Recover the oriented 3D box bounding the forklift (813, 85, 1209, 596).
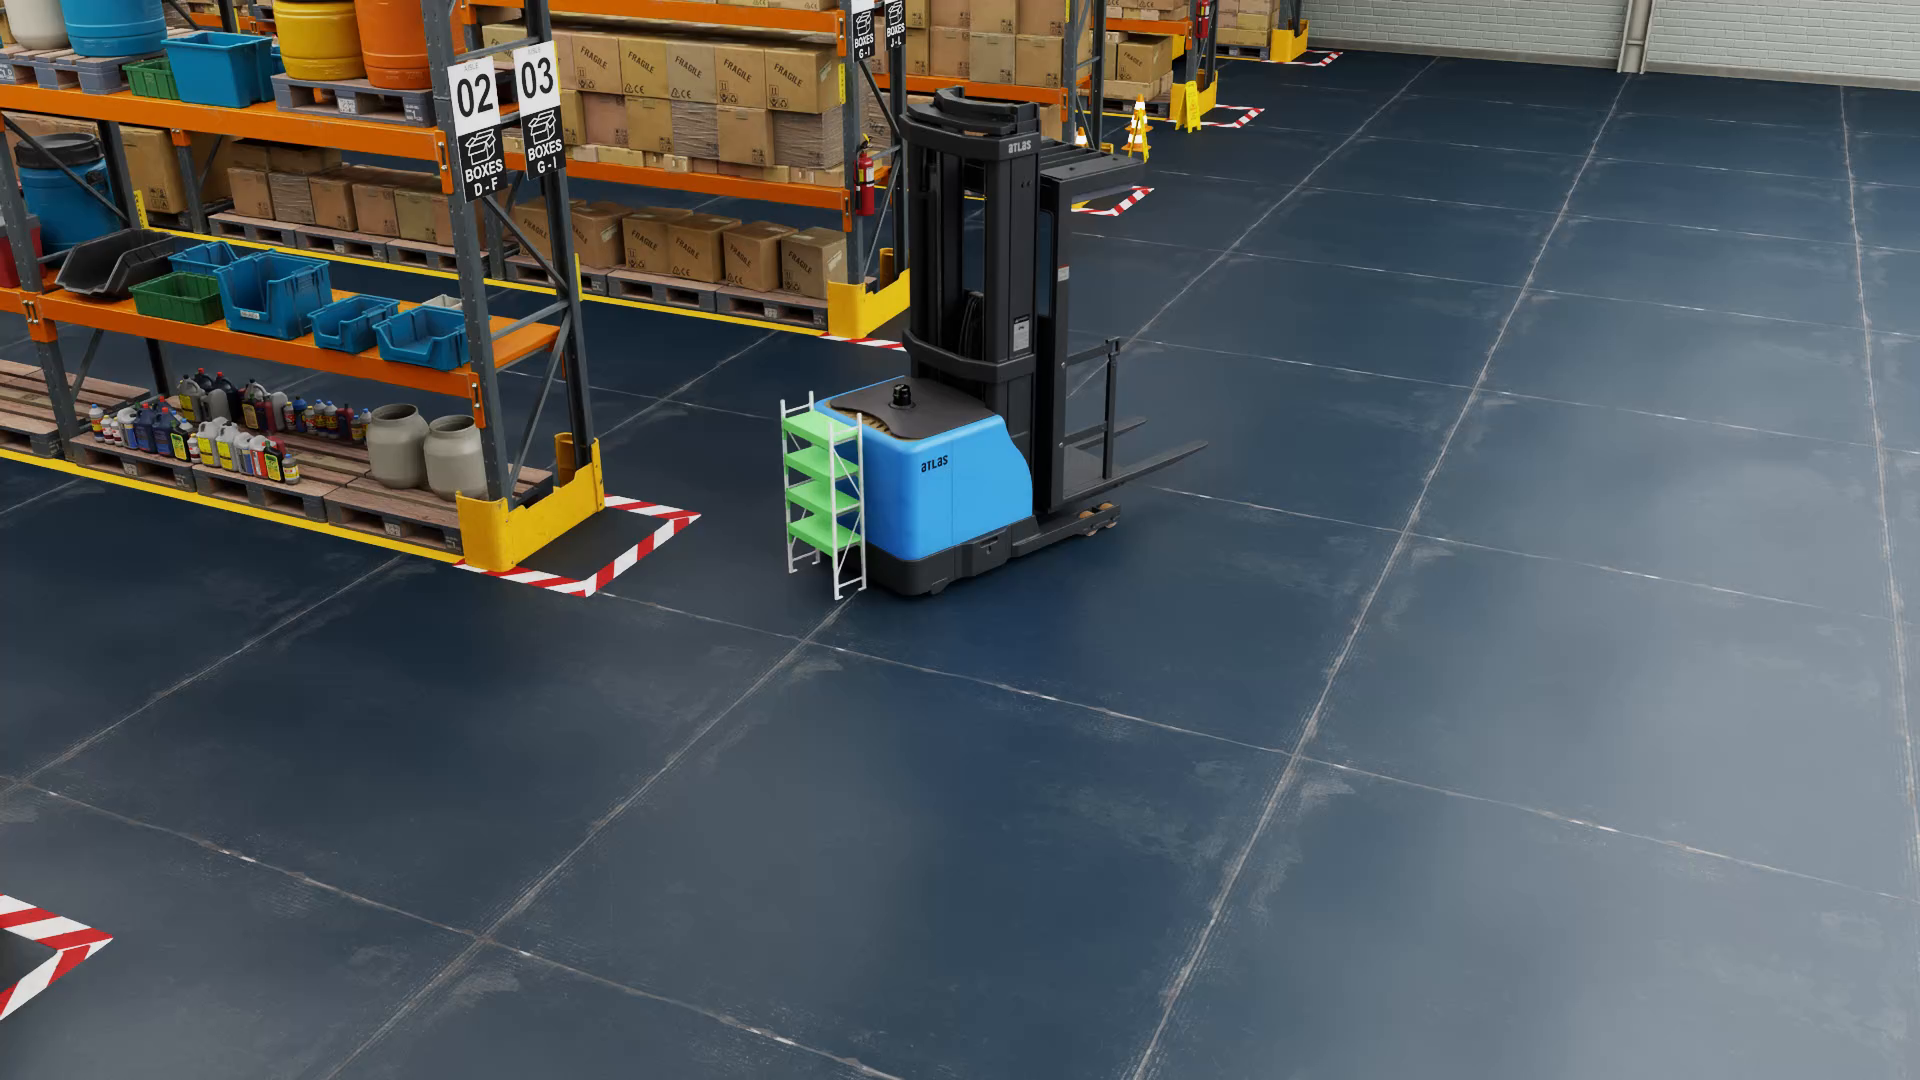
[{"bbox_3d":[0.474,-1.499,10.976,3.031,2.935,1.130,-21,33,-36],"label":"forklift"}]

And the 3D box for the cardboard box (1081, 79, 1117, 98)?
[{"bbox_3d":[2.045,-6.464,23.622,0.500,0.250,0.500,11,28,22],"label":"cardboard box"}]

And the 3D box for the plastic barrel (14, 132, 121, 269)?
[{"bbox_3d":[-6.659,-2.545,12.455,0.708,0.901,0.600,11,28,22],"label":"plastic barrel"}]

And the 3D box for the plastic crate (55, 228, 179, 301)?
[{"bbox_3d":[-6.009,-1.953,11.890,0.504,0.338,0.767,11,28,22],"label":"plastic crate"}]

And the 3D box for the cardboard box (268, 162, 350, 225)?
[{"bbox_3d":[-6.895,-3.715,17.732,0.500,0.500,0.700,9,28,18],"label":"cardboard box"}]

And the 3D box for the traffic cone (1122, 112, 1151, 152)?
[{"bbox_3d":[2.285,-5.285,21.461,0.334,0.463,0.336,11,28,22],"label":"traffic cone"}]

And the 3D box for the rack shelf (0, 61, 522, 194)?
[{"bbox_3d":[-4.612,-2.785,10.928,4.000,0.370,1.077,11,28,22],"label":"rack shelf"}]

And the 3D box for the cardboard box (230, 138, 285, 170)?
[{"bbox_3d":[-7.401,-4.152,17.770,0.500,0.250,0.500,13,29,24],"label":"cardboard box"}]

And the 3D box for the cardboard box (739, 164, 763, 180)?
[{"bbox_3d":[-1.784,-3.367,14.977,0.250,0.149,0.380,11,28,22],"label":"cardboard box"}]

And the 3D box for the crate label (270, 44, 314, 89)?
[{"bbox_3d":[-4.359,-3.150,11.025,0.408,0.251,0.502,11,28,22],"label":"crate label"}]

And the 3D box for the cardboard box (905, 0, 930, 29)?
[{"bbox_3d":[-0.447,-6.264,19.184,0.500,0.550,0.875,11,28,22],"label":"cardboard box"}]

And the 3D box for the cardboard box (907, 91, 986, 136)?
[{"bbox_3d":[-0.043,-4.856,19.647,0.875,0.875,0.875,11,28,21],"label":"cardboard box"}]

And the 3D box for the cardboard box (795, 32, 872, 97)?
[{"bbox_3d":[-1.129,-4.224,14.853,0.500,0.500,0.500,11,28,22],"label":"cardboard box"}]

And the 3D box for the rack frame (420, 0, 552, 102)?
[{"bbox_3d":[-2.792,-4.087,9.364,0.127,3.000,1.000,11,28,22],"label":"rack frame"}]

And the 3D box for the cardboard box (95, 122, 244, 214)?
[{"bbox_3d":[-8.643,-4.220,18.355,0.875,0.875,1.225,10,28,19],"label":"cardboard box"}]

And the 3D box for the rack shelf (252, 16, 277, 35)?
[{"bbox_3d":[-7.699,-6.869,22.620,4.000,0.370,1.077,11,28,22],"label":"rack shelf"}]

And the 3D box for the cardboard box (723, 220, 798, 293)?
[{"bbox_3d":[-1.861,-2.671,15.633,0.500,0.500,0.500,20,33,35],"label":"cardboard box"}]

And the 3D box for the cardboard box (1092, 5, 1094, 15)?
[{"bbox_3d":[2.009,-7.437,23.244,0.250,0.149,0.380,12,29,23],"label":"cardboard box"}]

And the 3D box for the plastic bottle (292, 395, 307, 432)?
[{"bbox_3d":[-4.900,-0.944,12.362,0.097,0.271,0.097,0,26,0],"label":"plastic bottle"}]

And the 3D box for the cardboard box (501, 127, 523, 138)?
[{"bbox_3d":[-3.998,-4.190,15.914,0.500,0.500,0.875,11,28,22],"label":"cardboard box"}]

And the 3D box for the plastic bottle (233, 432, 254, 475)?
[{"bbox_3d":[-4.989,-0.613,11.685,0.135,0.276,0.152,11,28,20],"label":"plastic bottle"}]

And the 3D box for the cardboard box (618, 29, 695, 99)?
[{"bbox_3d":[-2.708,-4.292,14.989,0.500,0.500,0.500,11,28,22],"label":"cardboard box"}]

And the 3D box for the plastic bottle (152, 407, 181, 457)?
[{"bbox_3d":[-5.698,-0.787,11.954,0.185,0.351,0.144,10,28,20],"label":"plastic bottle"}]

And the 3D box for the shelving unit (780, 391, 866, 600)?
[{"bbox_3d":[-0.855,-0.277,10.455,0.258,1.200,0.503,-21,33,-36],"label":"shelving unit"}]

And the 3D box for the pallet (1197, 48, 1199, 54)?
[{"bbox_3d":[3.592,-8.464,28.203,1.213,0.211,1.003,11,28,22],"label":"pallet"}]

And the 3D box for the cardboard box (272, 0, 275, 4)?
[{"bbox_3d":[-9.097,-7.328,22.547,0.250,0.149,0.380,12,29,23],"label":"cardboard box"}]

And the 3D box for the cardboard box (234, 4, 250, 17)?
[{"bbox_3d":[-9.877,-7.403,23.174,0.250,0.149,0.380,11,28,21],"label":"cardboard box"}]

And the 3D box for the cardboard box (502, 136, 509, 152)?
[{"bbox_3d":[-4.311,-3.846,15.950,0.250,0.149,0.380,11,28,22],"label":"cardboard box"}]

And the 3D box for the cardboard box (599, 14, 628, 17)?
[{"bbox_3d":[-4.206,-6.404,20.748,0.500,0.500,0.500,11,28,21],"label":"cardboard box"}]

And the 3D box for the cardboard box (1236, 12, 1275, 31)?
[{"bbox_3d":[4.840,-8.511,27.213,0.500,0.250,0.500,11,28,21],"label":"cardboard box"}]

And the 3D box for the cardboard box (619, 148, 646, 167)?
[{"bbox_3d":[-2.940,-3.577,15.404,0.250,0.149,0.380,11,28,22],"label":"cardboard box"}]

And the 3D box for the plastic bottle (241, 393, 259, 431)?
[{"bbox_3d":[-5.277,-0.964,12.389,0.133,0.283,0.061,11,28,22],"label":"plastic bottle"}]

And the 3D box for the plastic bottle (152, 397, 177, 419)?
[{"bbox_3d":[-5.810,-0.880,12.142,0.185,0.351,0.144,11,28,22],"label":"plastic bottle"}]

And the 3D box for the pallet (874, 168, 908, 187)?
[{"bbox_3d":[-0.463,-4.451,20.051,1.213,0.211,1.003,11,28,22],"label":"pallet"}]

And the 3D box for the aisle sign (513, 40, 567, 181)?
[{"bbox_3d":[-2.605,-2.667,10.328,0.004,0.787,0.394,11,28,22],"label":"aisle sign"}]

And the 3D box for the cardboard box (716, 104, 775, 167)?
[{"bbox_3d":[-1.735,-3.721,14.961,0.500,0.500,0.875,11,28,22],"label":"cardboard box"}]

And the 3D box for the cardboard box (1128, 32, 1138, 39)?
[{"bbox_3d":[2.241,-7.020,23.901,0.500,0.500,0.500,10,28,20],"label":"cardboard box"}]

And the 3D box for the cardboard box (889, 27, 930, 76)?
[{"bbox_3d":[-0.420,-5.805,19.475,0.500,0.550,0.875,11,28,22],"label":"cardboard box"}]

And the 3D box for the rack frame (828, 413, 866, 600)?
[{"bbox_3d":[-0.694,-0.196,10.290,0.240,1.200,0.015,-21,33,-36],"label":"rack frame"}]

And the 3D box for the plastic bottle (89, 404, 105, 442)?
[{"bbox_3d":[-6.324,-0.866,12.204,0.097,0.271,0.097,0,26,0],"label":"plastic bottle"}]

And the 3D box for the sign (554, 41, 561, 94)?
[{"bbox_3d":[-2.560,-2.966,10.472,0.005,0.325,0.100,11,28,22],"label":"sign"}]

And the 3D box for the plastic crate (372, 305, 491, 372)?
[{"bbox_3d":[-3.371,-1.300,10.664,0.616,0.251,0.499,11,28,22],"label":"plastic crate"}]

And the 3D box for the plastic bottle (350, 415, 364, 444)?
[{"bbox_3d":[-4.407,-0.814,12.177,0.097,0.201,0.097,0,26,0],"label":"plastic bottle"}]

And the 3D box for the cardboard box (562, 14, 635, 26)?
[{"bbox_3d":[-3.403,-4.683,15.784,0.500,0.500,0.500,11,28,22],"label":"cardboard box"}]

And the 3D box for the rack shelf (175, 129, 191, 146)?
[{"bbox_3d":[-6.203,-4.162,17.121,4.000,0.370,1.077,11,28,22],"label":"rack shelf"}]

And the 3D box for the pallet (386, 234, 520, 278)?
[{"bbox_3d":[-5.092,-3.010,17.124,1.213,0.211,1.003,11,28,22],"label":"pallet"}]

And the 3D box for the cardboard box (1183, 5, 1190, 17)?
[{"bbox_3d":[3.137,-7.405,23.178,0.250,0.149,0.380,11,28,22],"label":"cardboard box"}]

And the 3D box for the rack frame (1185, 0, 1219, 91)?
[{"bbox_3d":[3.361,-7.372,22.828,0.127,3.000,1.000,11,28,22],"label":"rack frame"}]

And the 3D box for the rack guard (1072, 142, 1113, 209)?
[{"bbox_3d":[1.426,-4.237,19.291,0.348,0.500,1.175,11,28,22],"label":"rack guard"}]

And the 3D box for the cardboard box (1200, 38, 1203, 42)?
[{"bbox_3d":[3.953,-8.472,27.700,0.500,0.250,0.500,12,29,22],"label":"cardboard box"}]

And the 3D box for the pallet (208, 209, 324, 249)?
[{"bbox_3d":[-7.313,-3.456,18.030,1.213,0.211,1.003,11,28,22],"label":"pallet"}]

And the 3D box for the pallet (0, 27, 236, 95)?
[{"bbox_3d":[-5.735,-3.296,11.366,1.003,0.211,1.213,11,28,22],"label":"pallet"}]

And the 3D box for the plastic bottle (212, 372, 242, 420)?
[{"bbox_3d":[-5.552,-1.099,12.588,0.185,0.351,0.144,10,28,19],"label":"plastic bottle"}]
